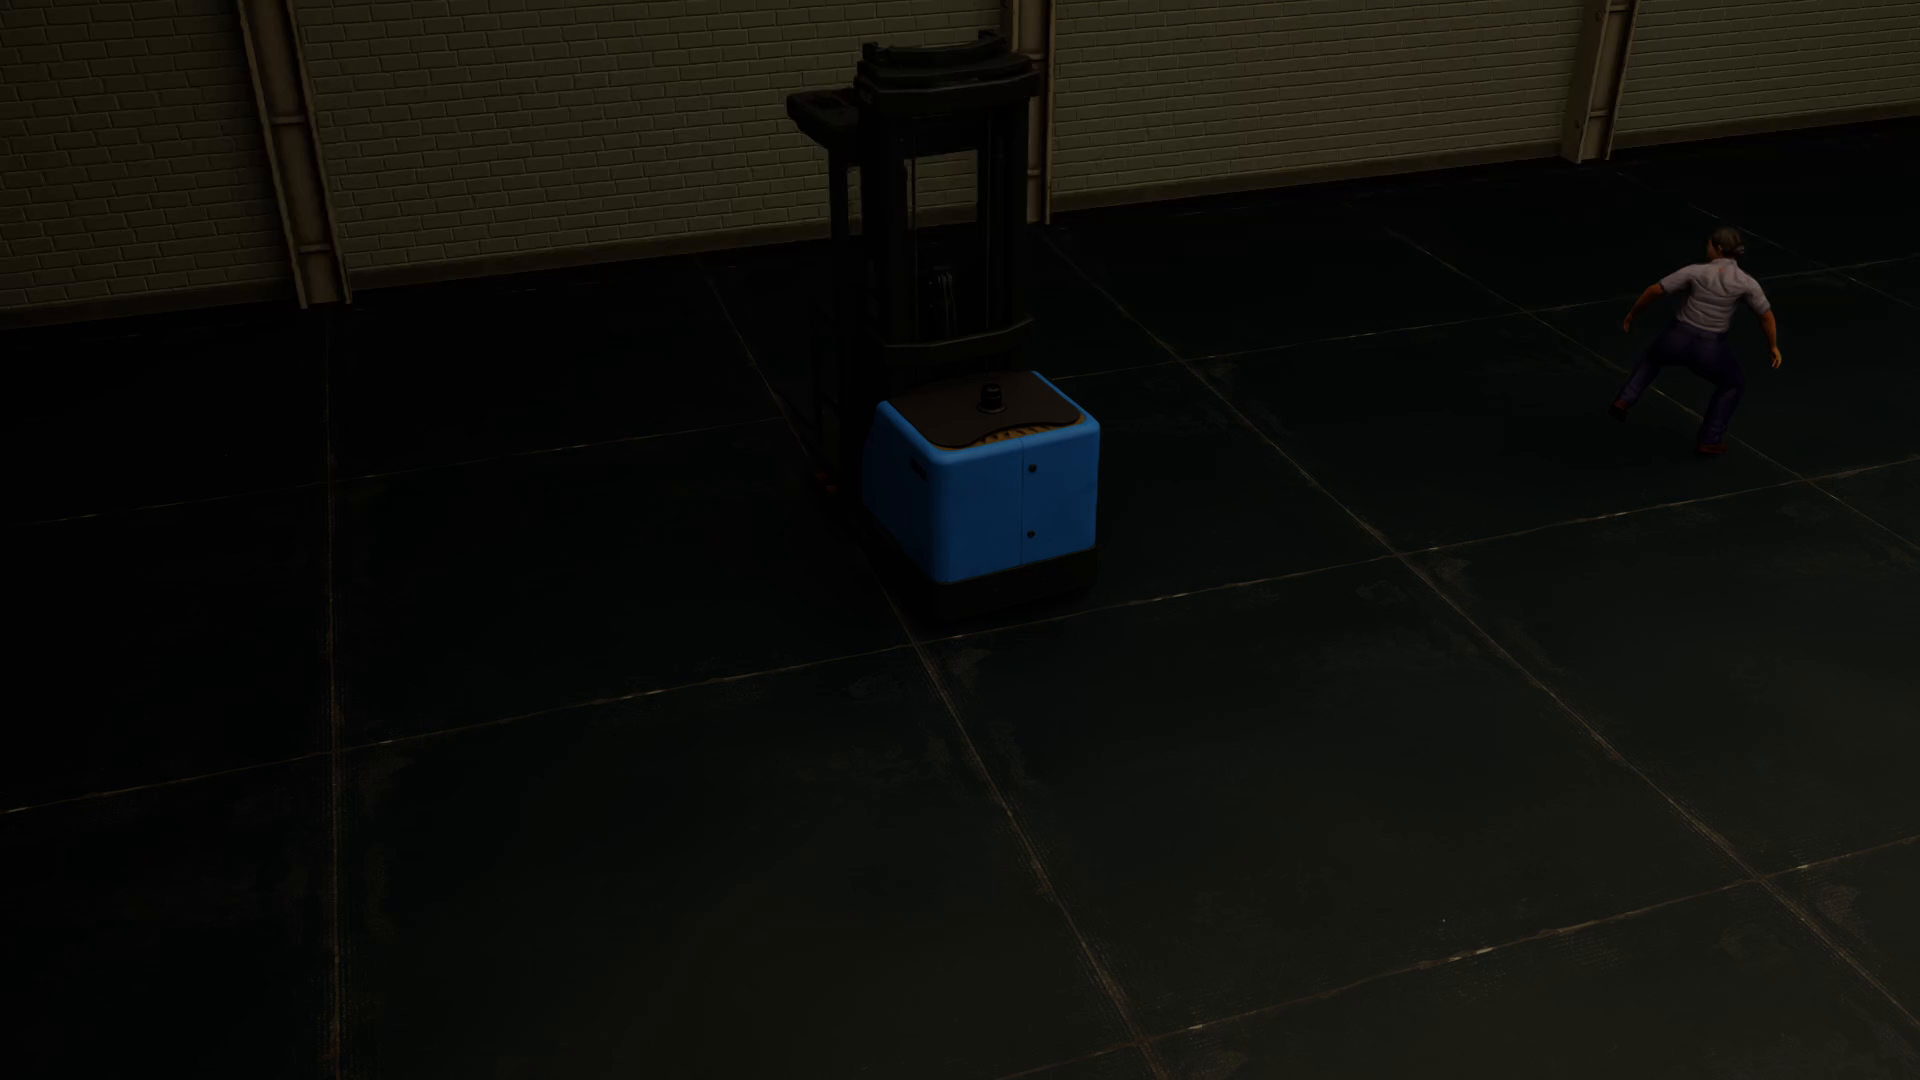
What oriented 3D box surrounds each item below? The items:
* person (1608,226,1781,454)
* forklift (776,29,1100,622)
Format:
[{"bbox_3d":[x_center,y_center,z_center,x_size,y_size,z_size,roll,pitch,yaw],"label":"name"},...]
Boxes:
[{"bbox_3d":[4.808,-1.294,10.784,0.959,1.539,0.487,19,35,29],"label":"person"},{"bbox_3d":[-0.311,-1.537,9.759,1.130,2.935,3.031,-13,32,-22],"label":"forklift"}]
